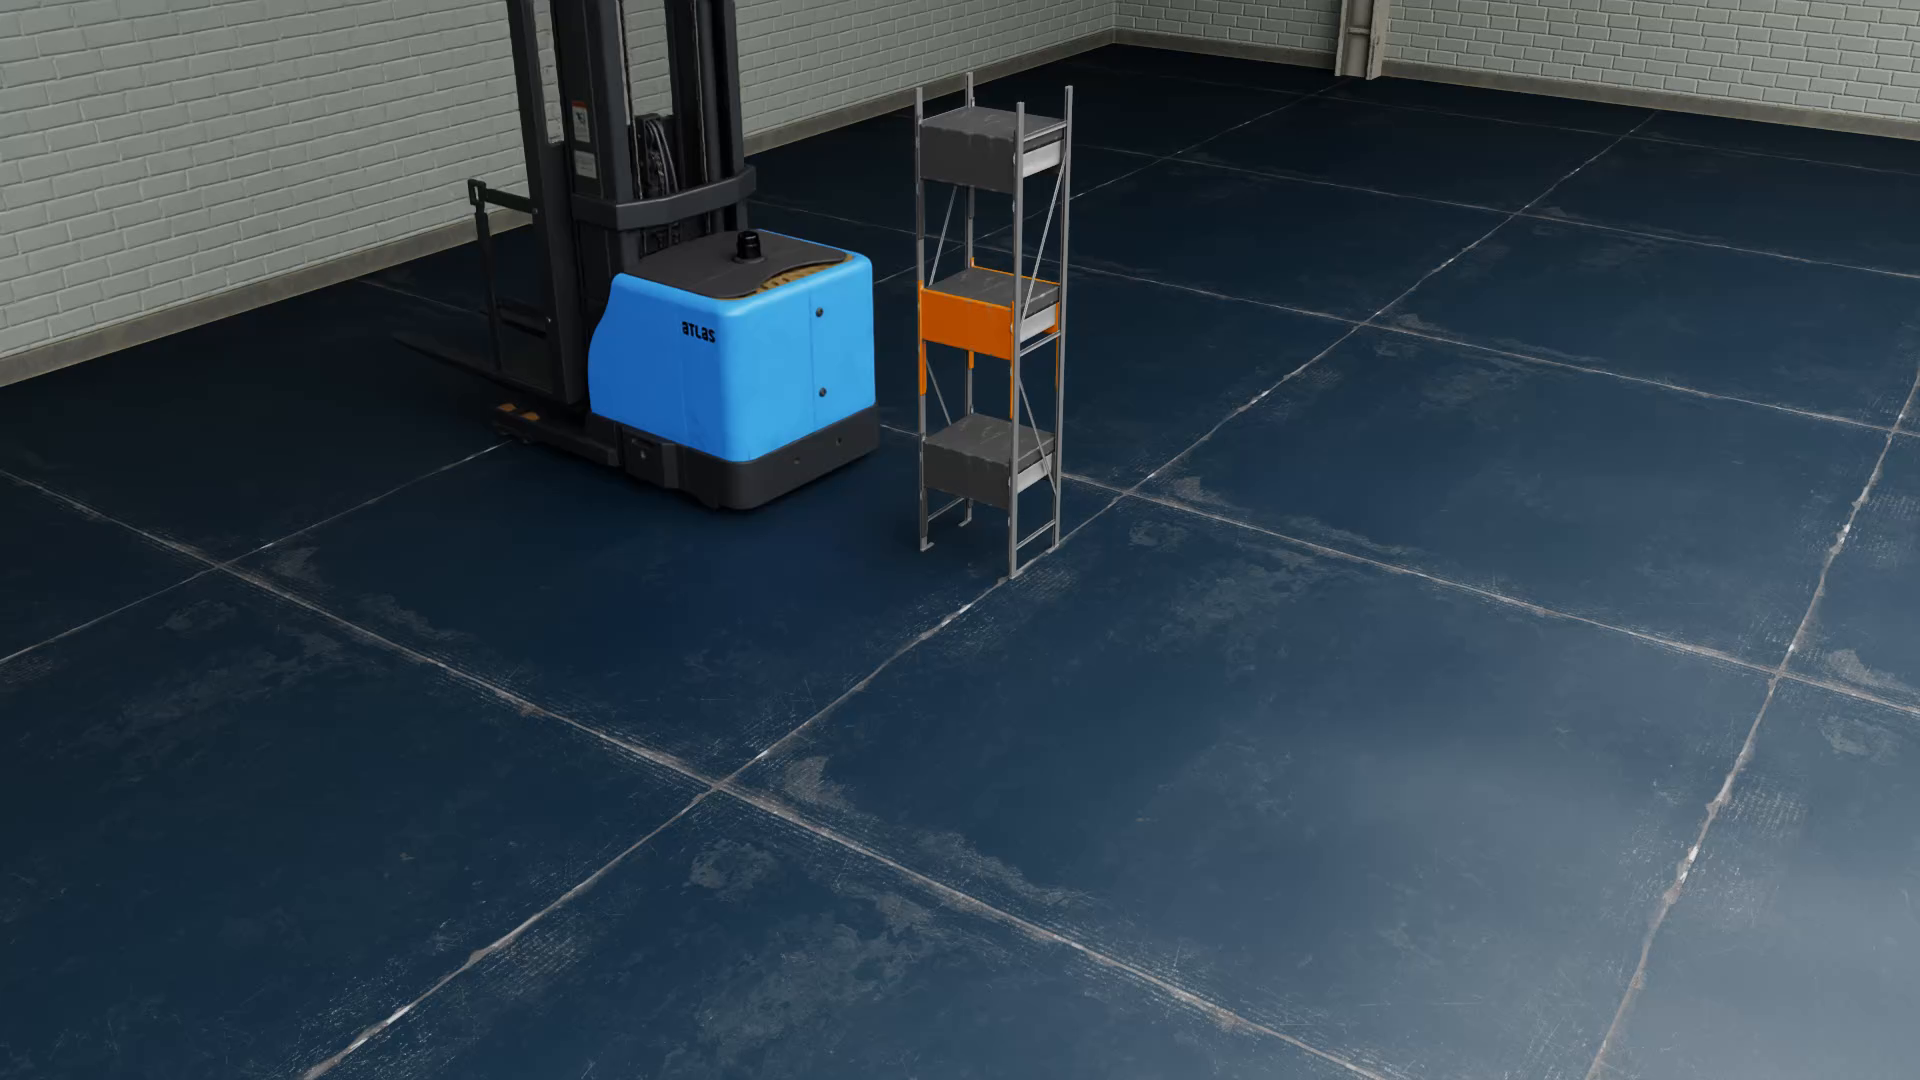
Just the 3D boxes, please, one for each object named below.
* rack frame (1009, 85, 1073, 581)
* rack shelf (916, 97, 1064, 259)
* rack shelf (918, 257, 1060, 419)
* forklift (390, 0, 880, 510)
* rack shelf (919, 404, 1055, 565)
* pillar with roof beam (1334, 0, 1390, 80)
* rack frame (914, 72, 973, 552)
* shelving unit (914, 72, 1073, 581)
[{"bbox_3d":[0.338,-0.831,7.067,0.015,2.100,0.400,17,32,30],"label":"rack frame"},{"bbox_3d":[0.136,-1.505,6.879,0.480,0.518,0.431,17,32,30],"label":"rack shelf"},{"bbox_3d":[0.136,-0.881,7.196,0.480,0.518,0.431,17,32,30],"label":"rack shelf"},{"bbox_3d":[-1.885,-1.978,8.405,3.031,2.935,1.130,20,33,33],"label":"forklift"},{"bbox_3d":[0.136,-0.257,7.514,0.480,0.518,0.431,17,32,30],"label":"rack shelf"},{"bbox_3d":[1.679,-7.210,11.996,0.400,9.000,9.100,17,32,30],"label":"pillar with roof beam"},{"bbox_3d":[-0.065,-0.956,7.313,0.015,2.100,0.400,17,32,30],"label":"rack frame"},{"bbox_3d":[0.136,-0.893,7.190,0.503,2.100,0.431,17,32,30],"label":"shelving unit"}]
